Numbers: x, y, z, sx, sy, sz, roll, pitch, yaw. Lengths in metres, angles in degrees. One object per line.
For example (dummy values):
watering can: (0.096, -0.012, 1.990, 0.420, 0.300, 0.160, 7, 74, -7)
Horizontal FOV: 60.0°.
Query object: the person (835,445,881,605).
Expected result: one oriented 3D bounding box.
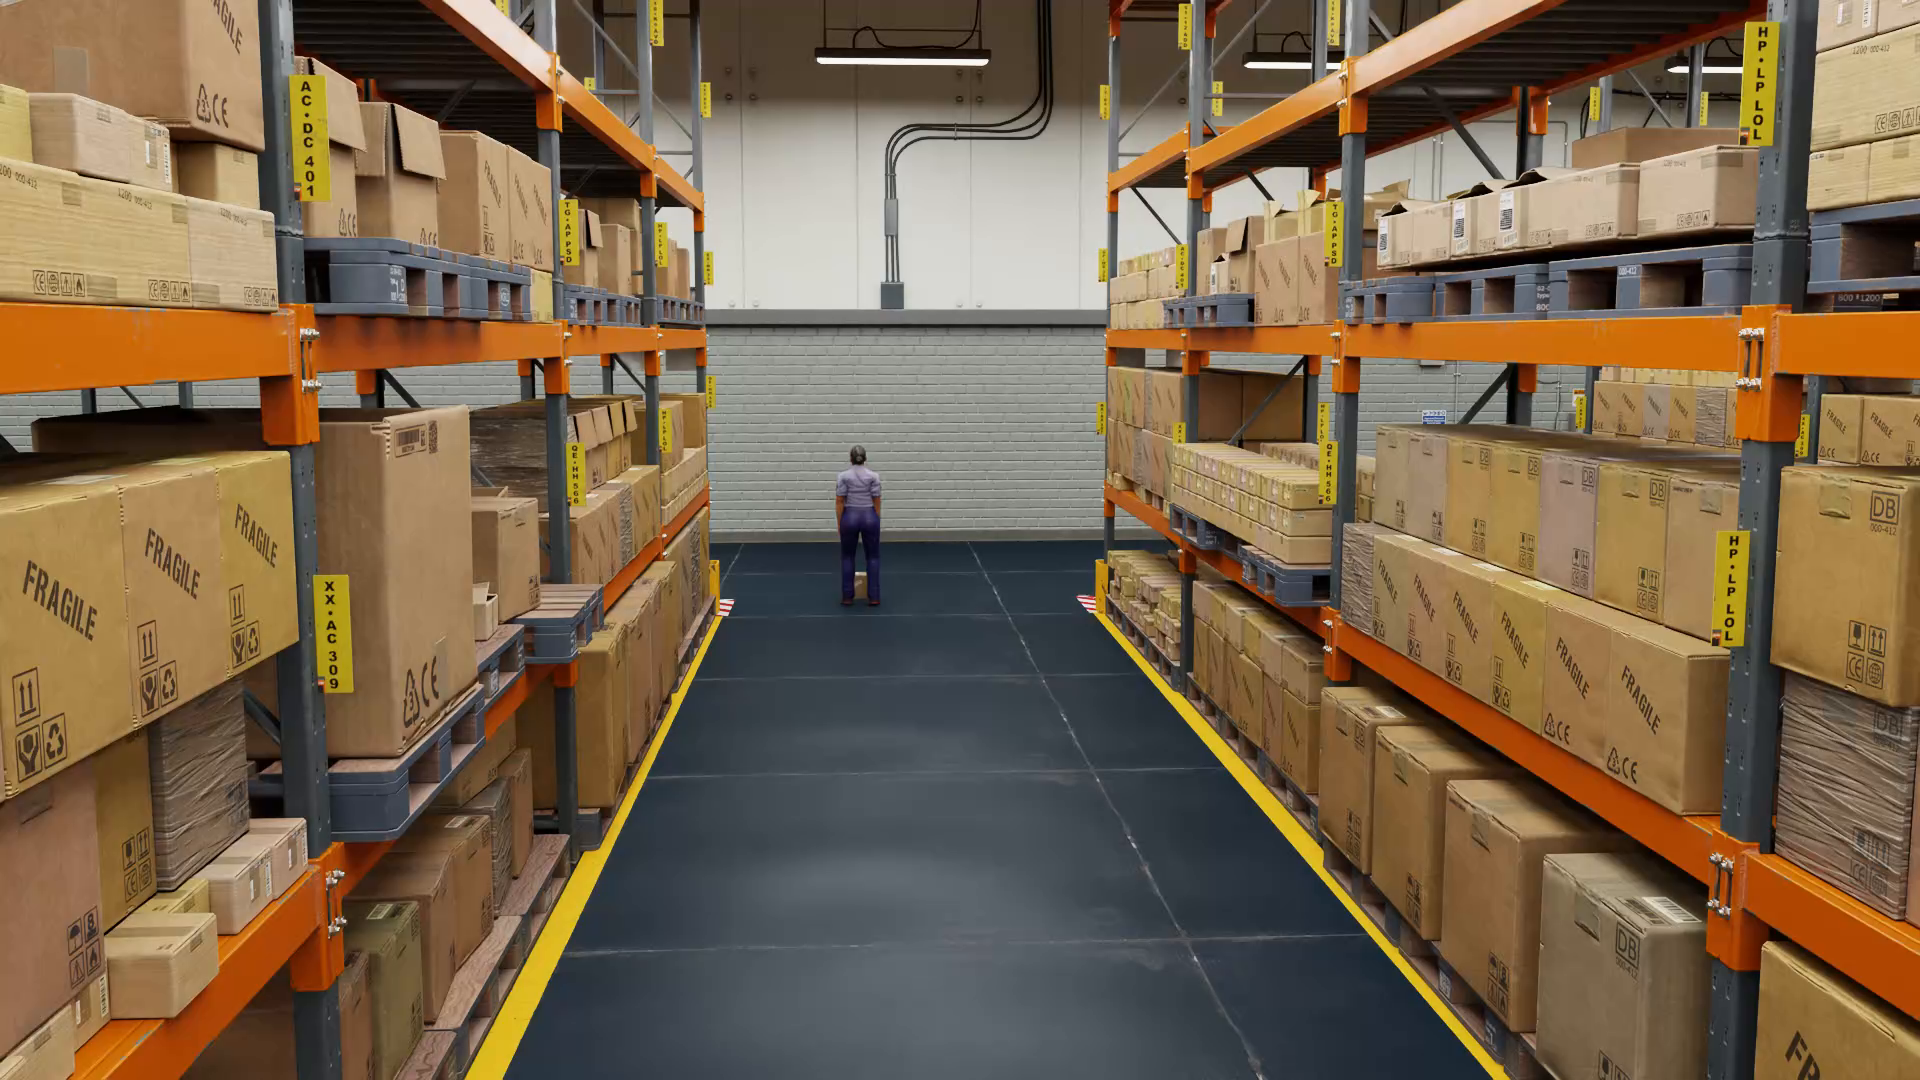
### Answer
person: (-1.043, -0.150, 17.075, 0.469, 1.647, 0.342, 0, 7, -2)
